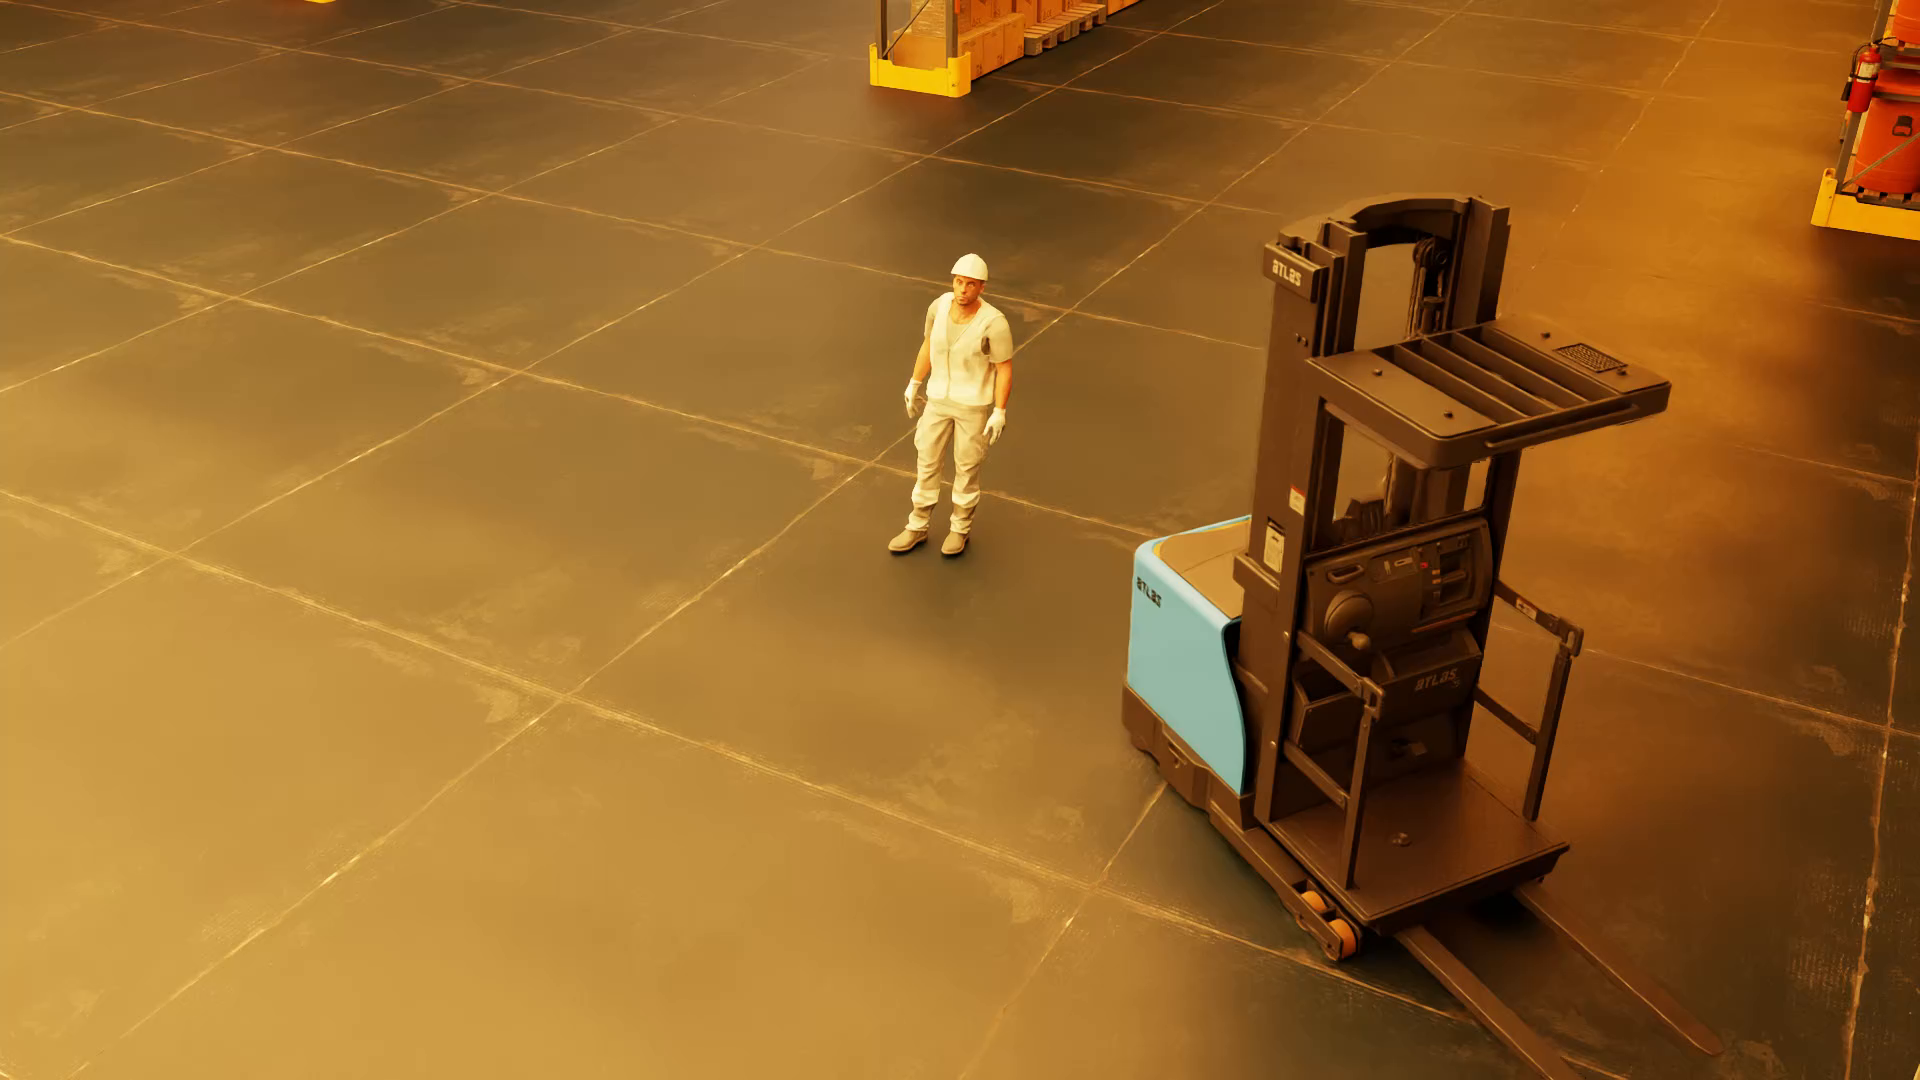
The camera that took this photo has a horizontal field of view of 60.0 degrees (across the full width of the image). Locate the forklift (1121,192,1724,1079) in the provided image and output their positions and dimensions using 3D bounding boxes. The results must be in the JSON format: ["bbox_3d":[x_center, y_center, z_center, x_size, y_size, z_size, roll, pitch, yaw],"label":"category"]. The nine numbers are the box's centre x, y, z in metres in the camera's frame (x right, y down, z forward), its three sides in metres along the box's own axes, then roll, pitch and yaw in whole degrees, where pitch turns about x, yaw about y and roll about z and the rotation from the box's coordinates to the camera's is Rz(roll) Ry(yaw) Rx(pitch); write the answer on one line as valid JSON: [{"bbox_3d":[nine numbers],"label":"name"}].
[{"bbox_3d":[1.904,0.233,6.666,1.130,2.935,3.031,-14,33,-22],"label":"forklift"}]

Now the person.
[{"bbox_3d":[-0.050,-0.749,9.497,0.637,1.787,0.564,15,33,25],"label":"person"}]
